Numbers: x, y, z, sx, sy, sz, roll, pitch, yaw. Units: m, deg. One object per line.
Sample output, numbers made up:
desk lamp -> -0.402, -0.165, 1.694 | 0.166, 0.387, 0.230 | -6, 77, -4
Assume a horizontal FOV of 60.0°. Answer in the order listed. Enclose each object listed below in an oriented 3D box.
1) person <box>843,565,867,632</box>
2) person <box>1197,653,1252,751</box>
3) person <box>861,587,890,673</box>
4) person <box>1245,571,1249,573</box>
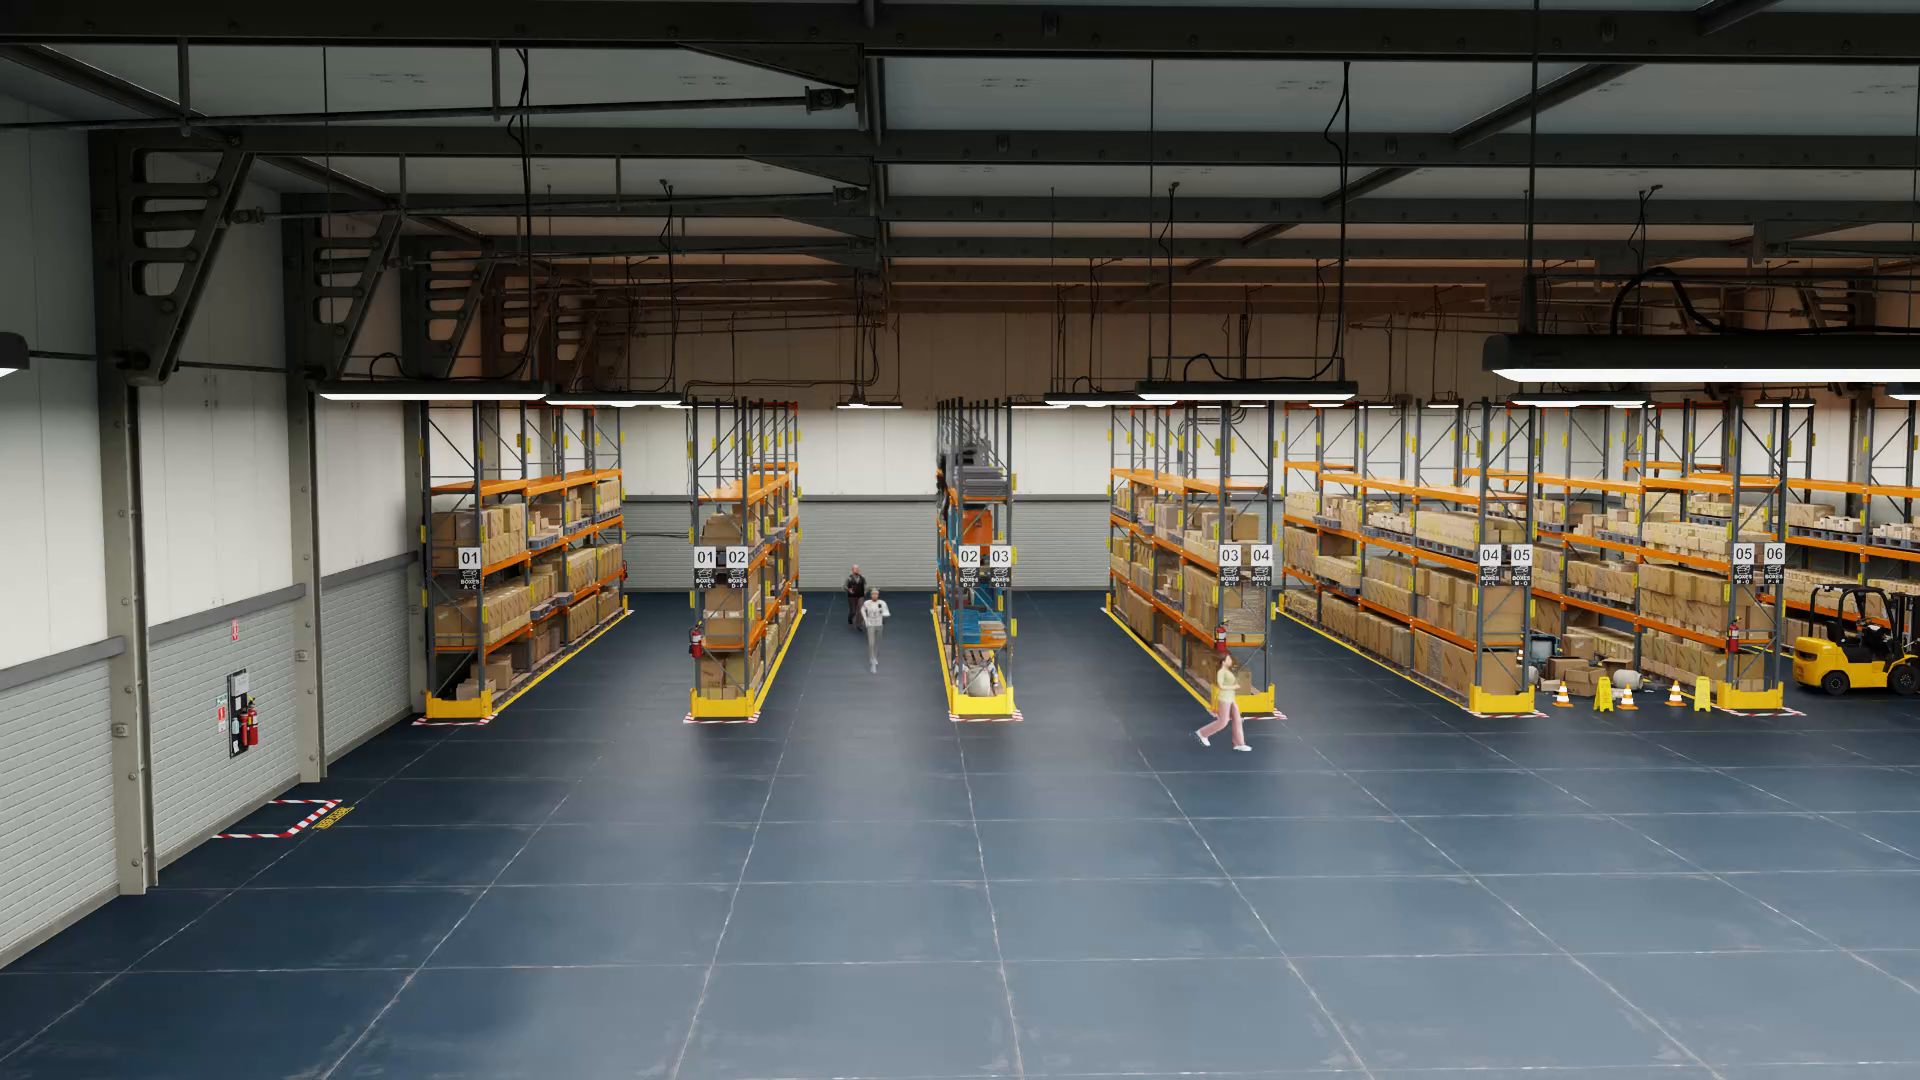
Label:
person -> -2.724, 1.515, 43.551 | 0.663, 1.713, 0.870 | -1, 5, -18
person -> 4.465, 2.719, 28.023 | 0.926, 1.646, 0.587 | 2, 5, 25
person -> -1.780, 1.887, 35.242 | 0.581, 1.795, 0.722 | -1, 4, -11
person -> 7.957, 1.217, 47.674 | 0.723, 1.654, 0.787 | 2, 5, 22
